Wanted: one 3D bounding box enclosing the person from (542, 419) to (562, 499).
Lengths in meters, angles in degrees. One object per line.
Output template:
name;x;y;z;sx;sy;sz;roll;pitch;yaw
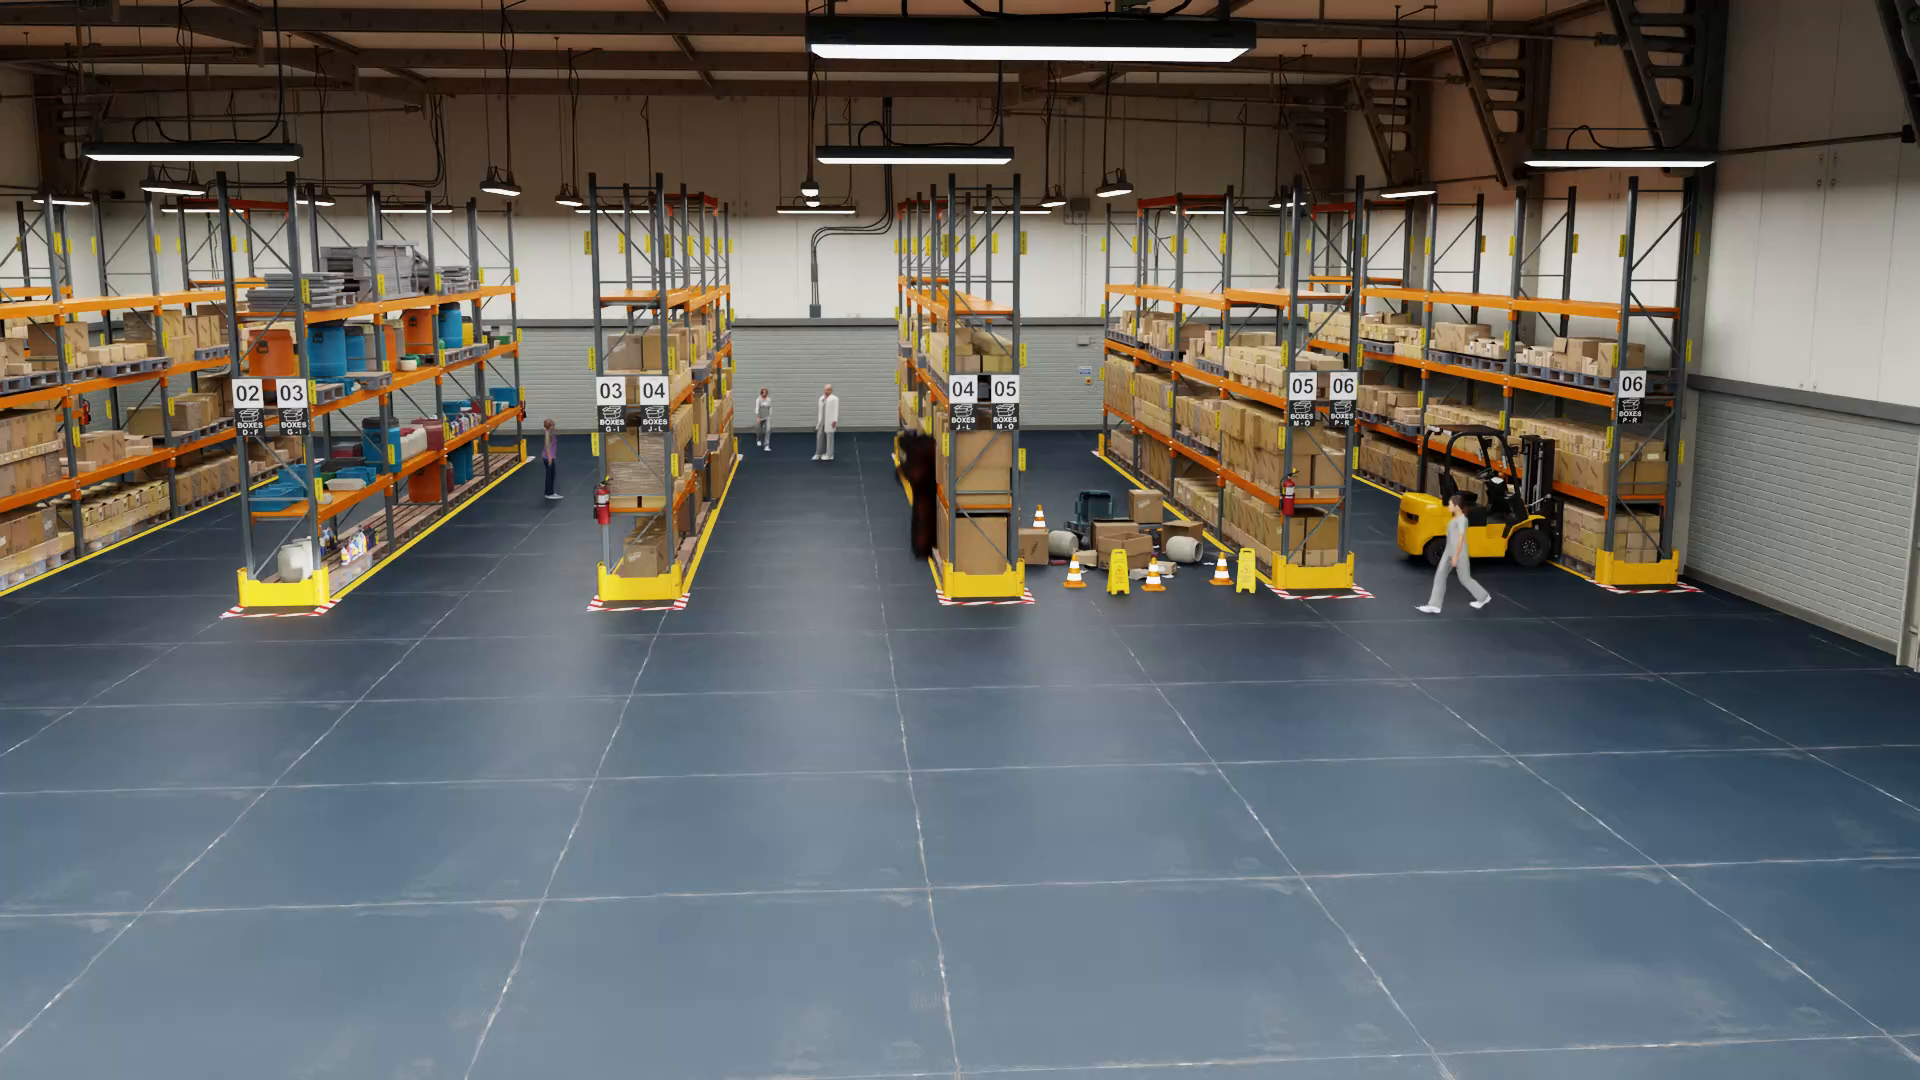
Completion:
person;-8.169;-1.624;33.223;0.359;1.599;0.484;-2;10;-11

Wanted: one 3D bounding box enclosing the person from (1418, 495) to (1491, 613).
person;6.860;0.195;22.872;0.987;1.644;0.421;-4;11;-20

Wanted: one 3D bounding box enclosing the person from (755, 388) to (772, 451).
person;-4.873;-3.012;41.225;0.429;1.540;0.847;-3;10;-15

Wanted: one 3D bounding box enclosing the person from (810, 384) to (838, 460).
person;-3.190;-2.774;39.383;0.659;1.817;0.449;8;13;37
